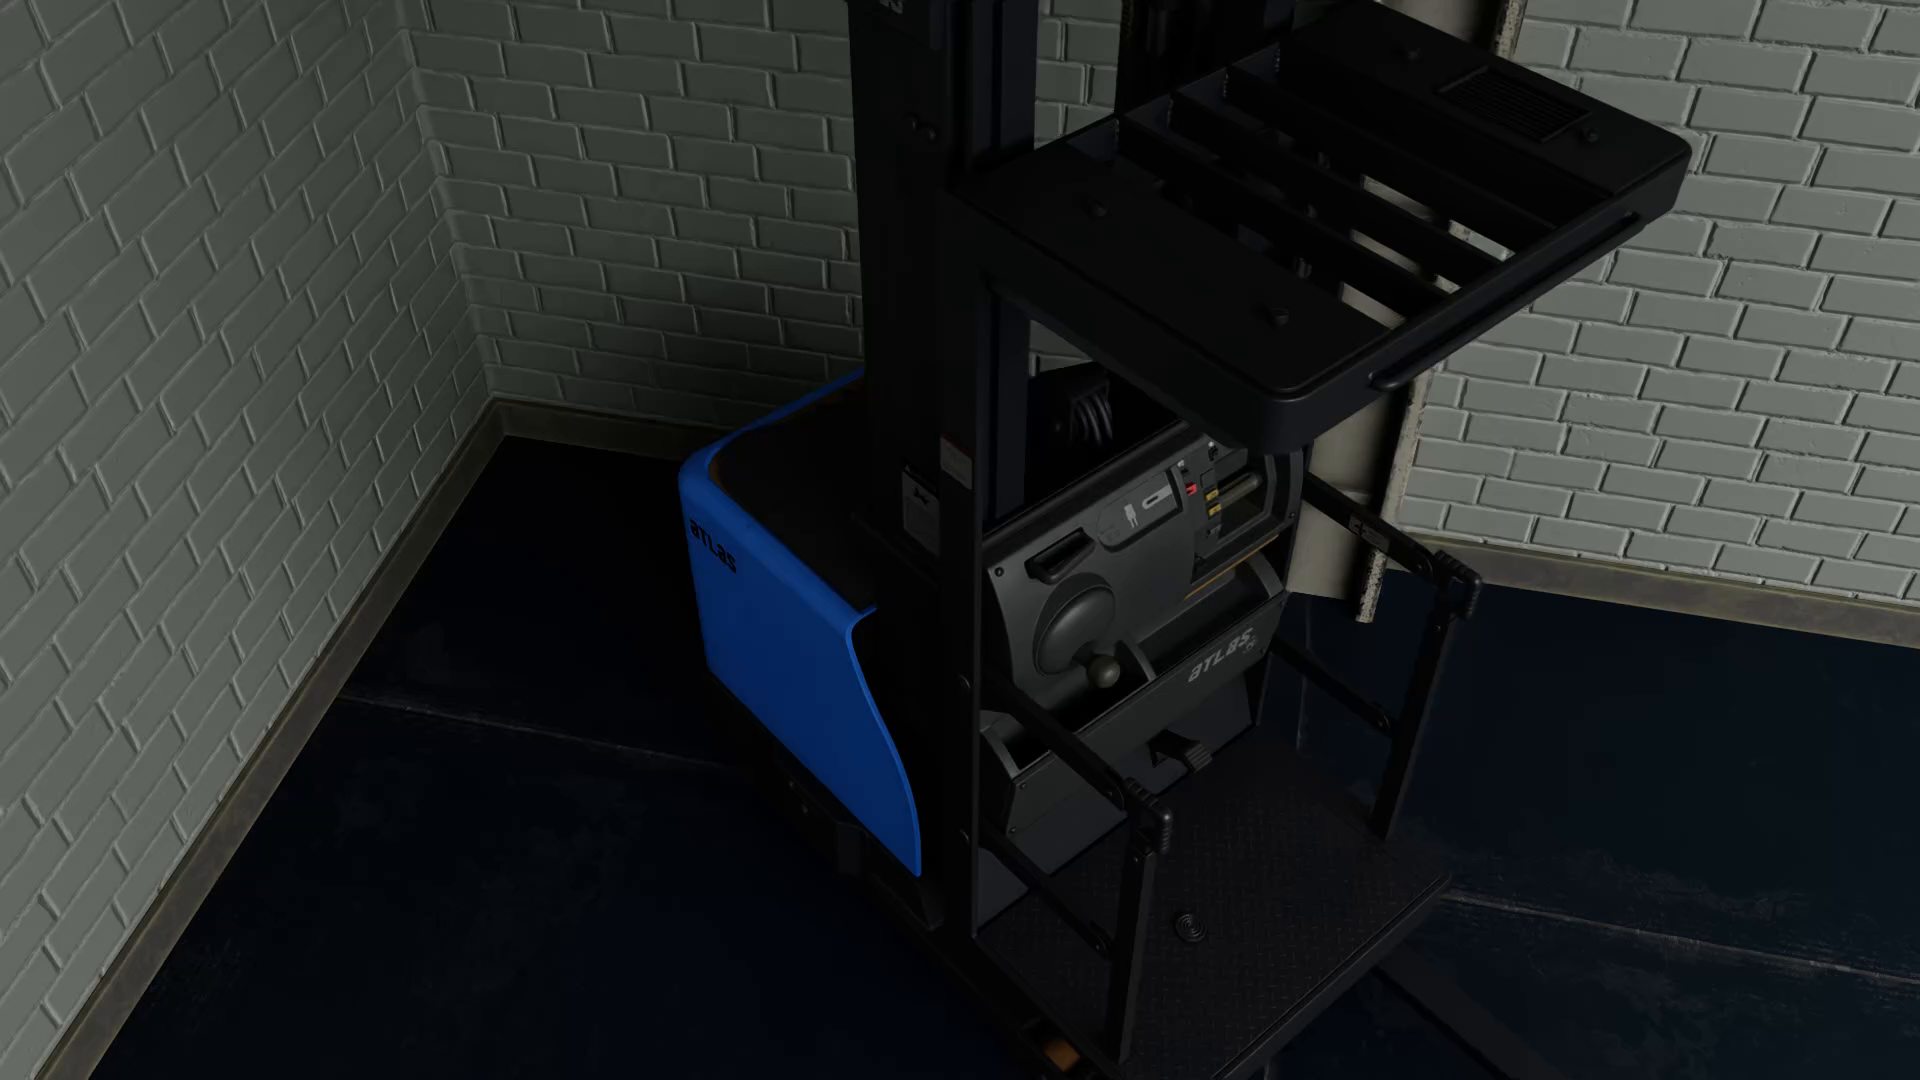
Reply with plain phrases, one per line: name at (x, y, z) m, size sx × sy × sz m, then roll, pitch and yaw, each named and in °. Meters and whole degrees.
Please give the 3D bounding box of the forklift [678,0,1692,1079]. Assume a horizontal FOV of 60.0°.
forklift at (0.570, 0.066, 3.568) m, size 1.130 × 2.935 × 3.031 m, roll -31°, pitch 52°, yaw -28°
